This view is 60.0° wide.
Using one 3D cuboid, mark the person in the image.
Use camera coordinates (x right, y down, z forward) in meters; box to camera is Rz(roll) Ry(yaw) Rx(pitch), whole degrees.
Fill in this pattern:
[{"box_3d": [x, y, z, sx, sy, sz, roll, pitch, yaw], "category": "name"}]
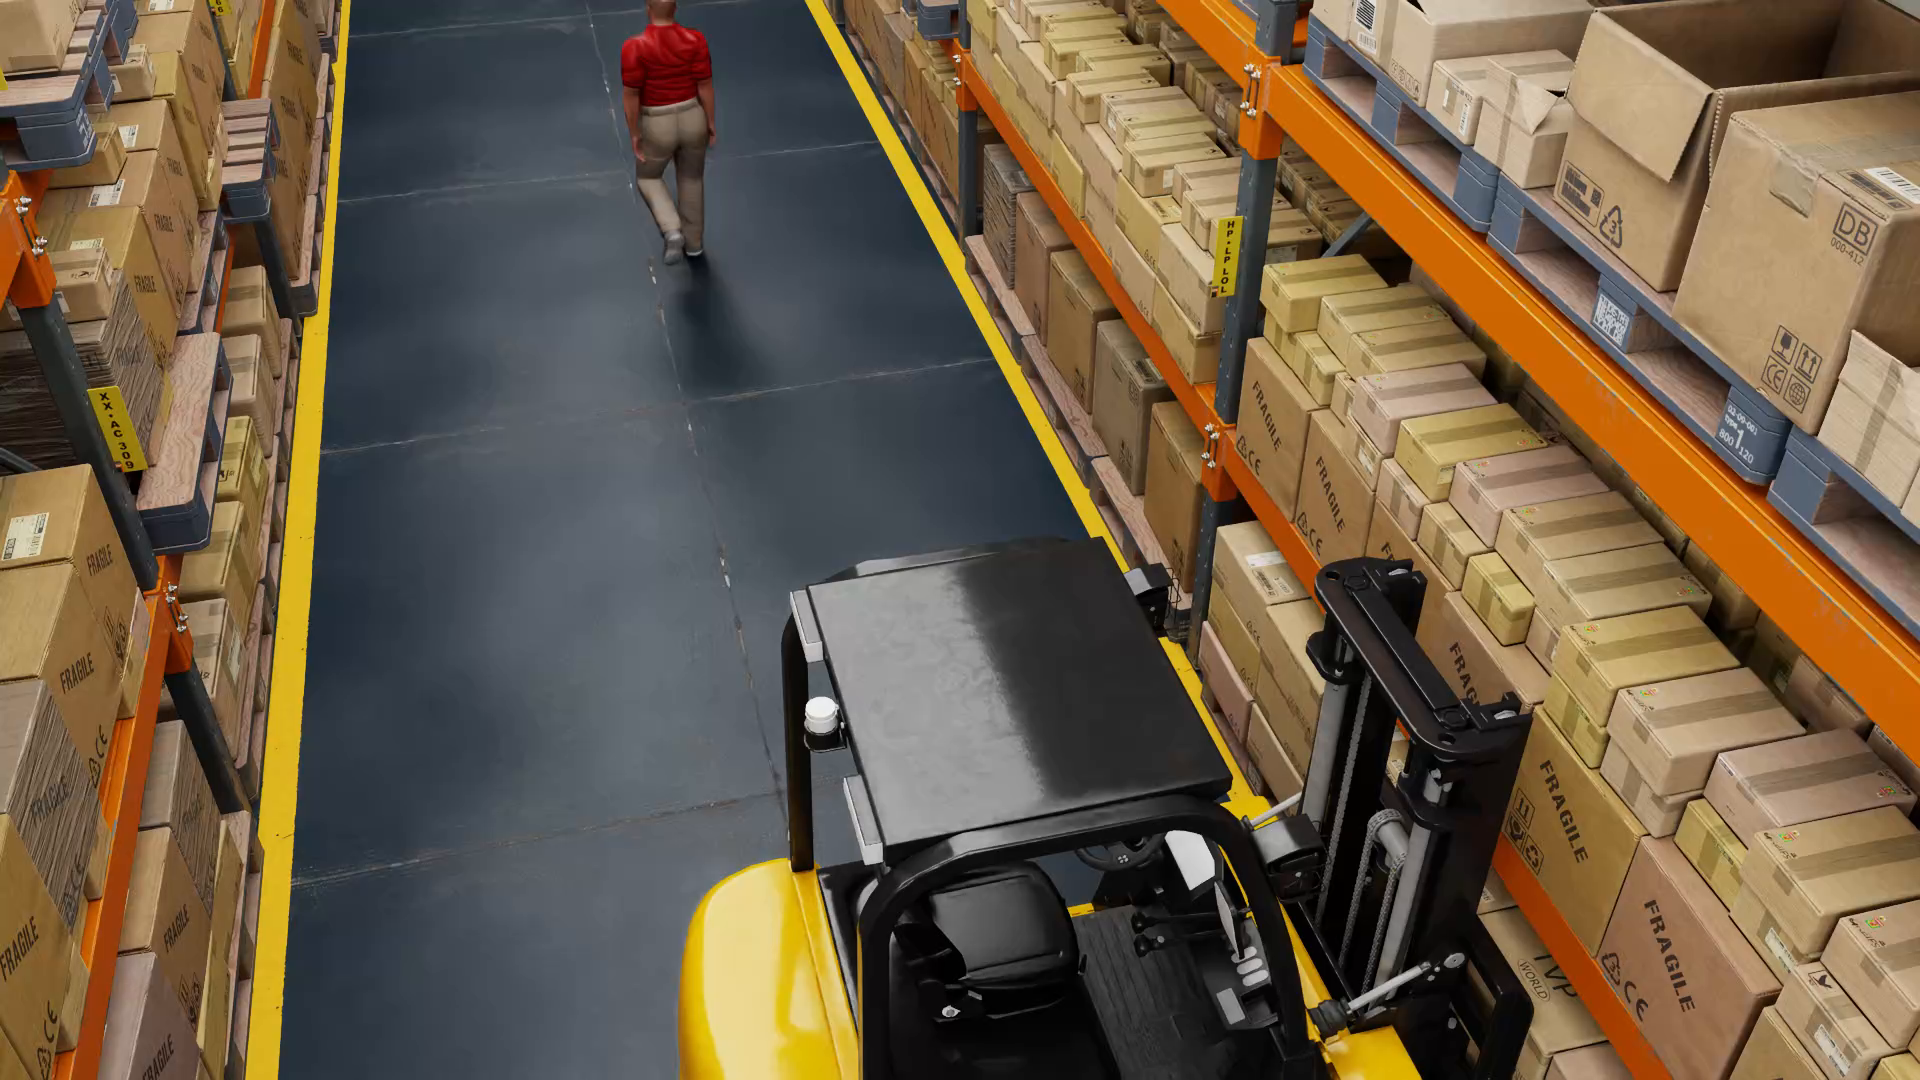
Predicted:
[{"box_3d": [-1.699, -2.427, 9.811, 0.542, 1.712, 0.592, -14, 40, -17], "category": "person"}]
